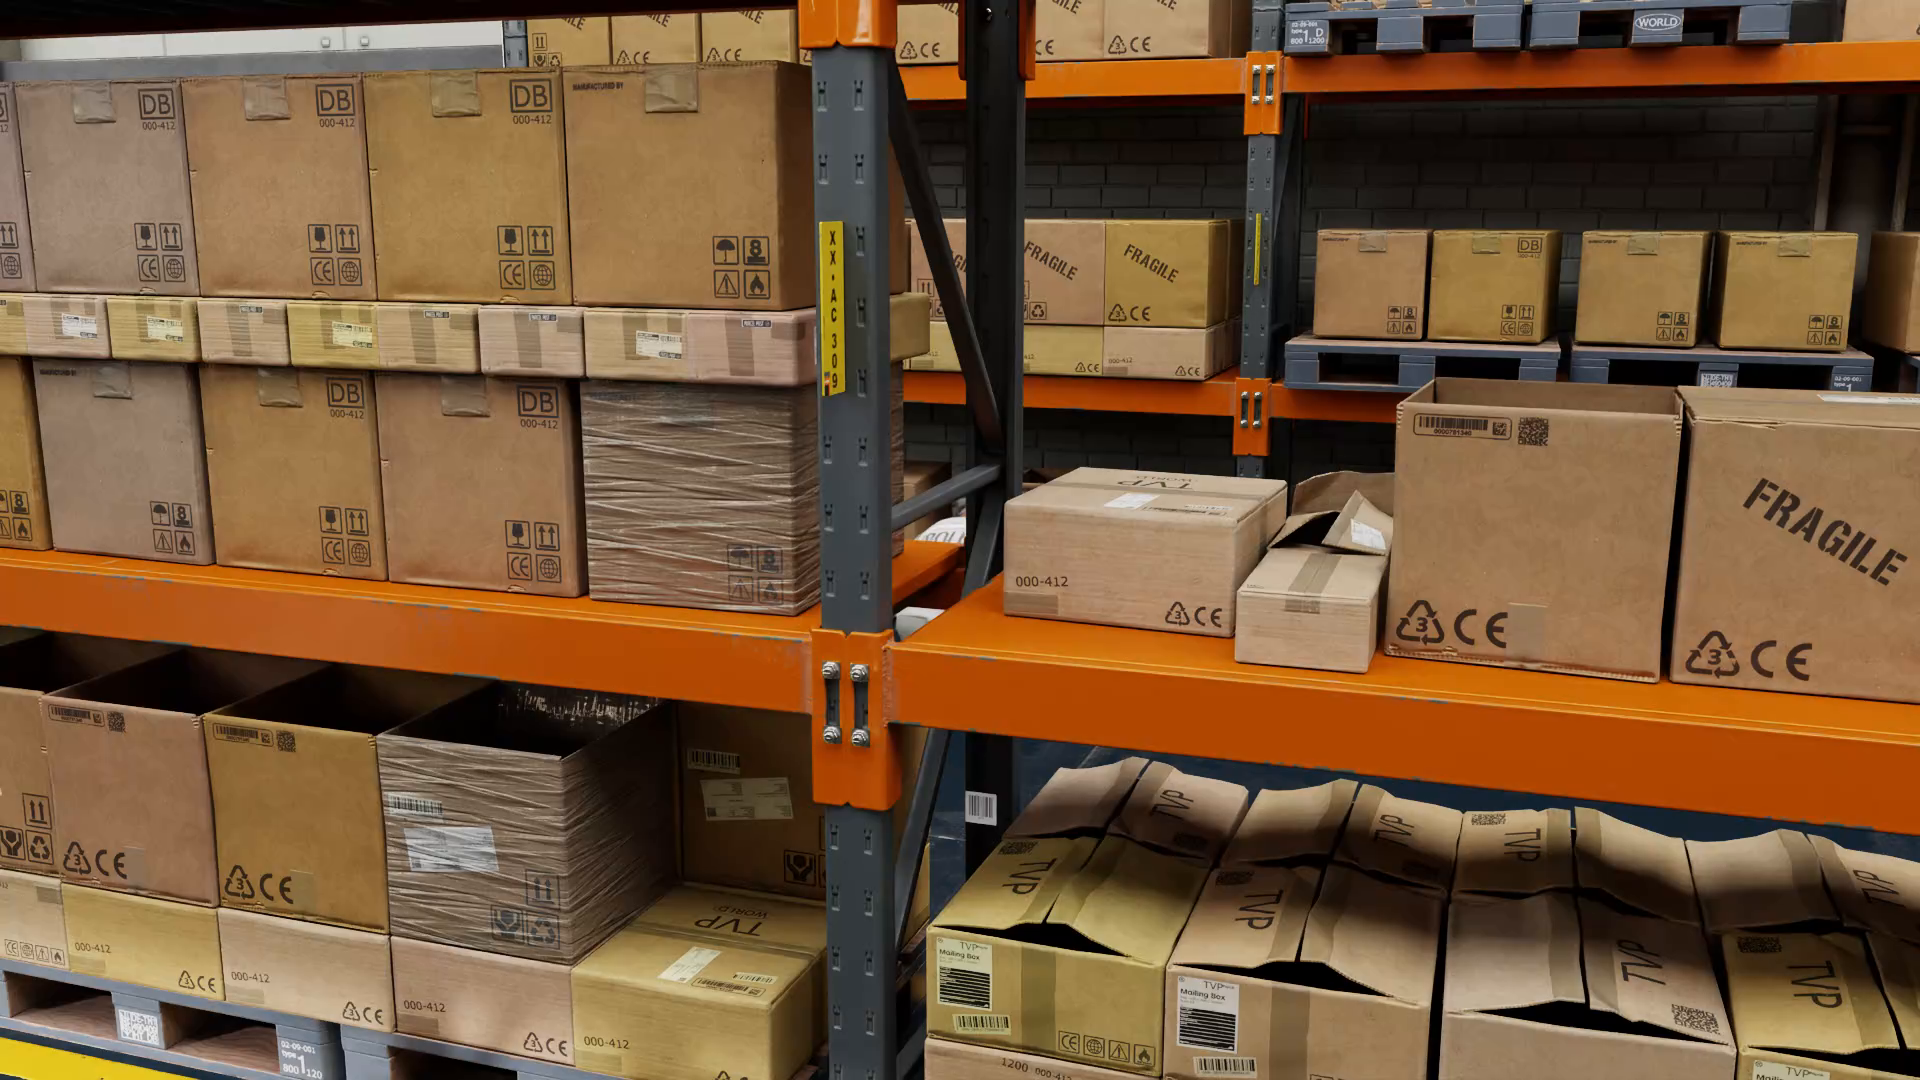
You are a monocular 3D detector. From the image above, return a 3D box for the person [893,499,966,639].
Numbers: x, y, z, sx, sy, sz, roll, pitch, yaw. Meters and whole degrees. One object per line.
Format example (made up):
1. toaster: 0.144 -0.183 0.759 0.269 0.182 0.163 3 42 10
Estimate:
1. person: 0.008 0.311 7.434 0.540 0.891 0.995 4 12 18
